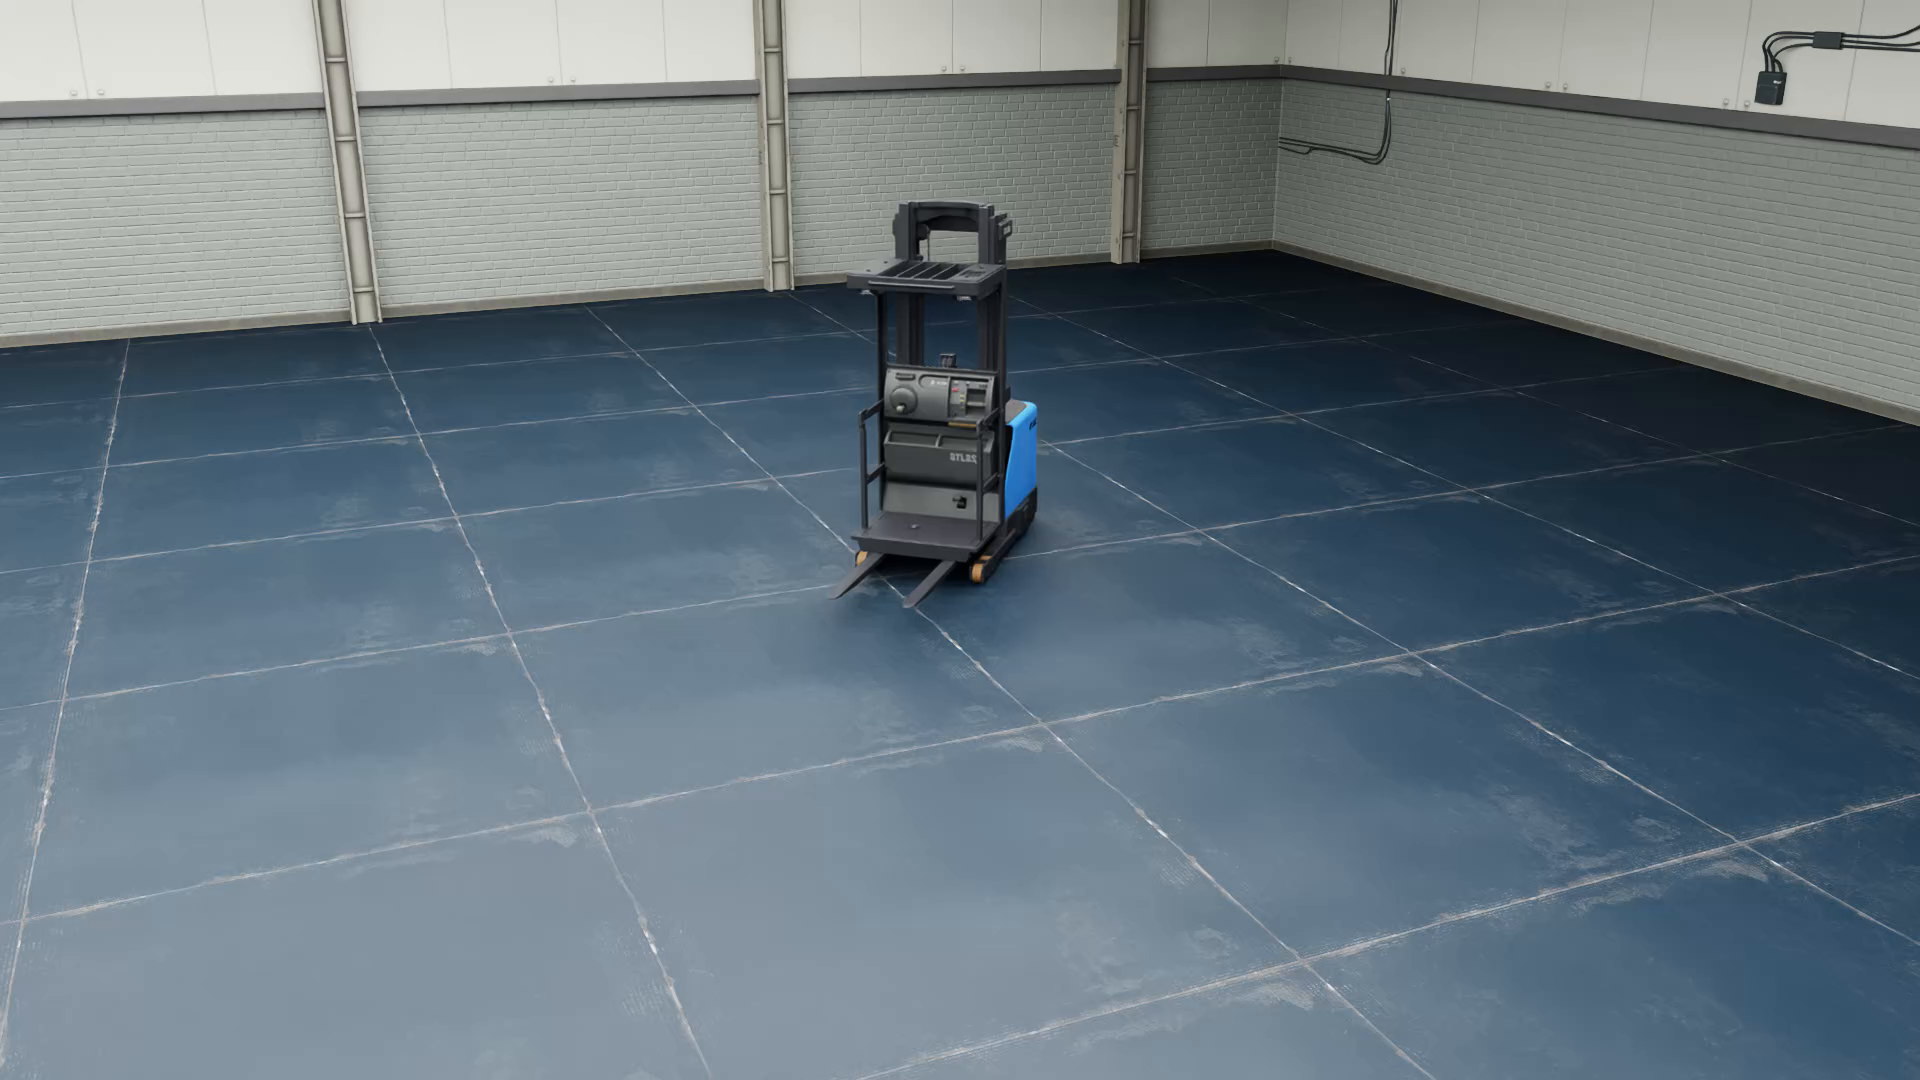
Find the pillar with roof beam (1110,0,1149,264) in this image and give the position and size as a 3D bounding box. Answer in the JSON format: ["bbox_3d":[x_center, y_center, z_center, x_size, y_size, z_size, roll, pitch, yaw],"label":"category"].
[{"bbox_3d":[4.449,-7.563,22.453,0.400,9.000,9.100,-8,21,-22],"label":"pillar with roof beam"}]

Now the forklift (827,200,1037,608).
[{"bbox_3d":[-0.234,-1.179,13.457,1.130,2.935,3.031,6,20,17],"label":"forklift"}]

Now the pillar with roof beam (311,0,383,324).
[{"bbox_3d":[-6.569,-5.985,17.970,0.400,9.000,9.100,-8,21,-22],"label":"pillar with roof beam"}]

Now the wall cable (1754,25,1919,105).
[{"bbox_3d":[9.719,-7.568,17.344,0.169,6.003,2.305,-8,21,-22],"label":"wall cable"}]

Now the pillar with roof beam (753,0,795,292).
[{"bbox_3d":[-1.060,-6.774,20.212,0.400,9.000,9.100,-8,21,-22],"label":"pillar with roof beam"}]

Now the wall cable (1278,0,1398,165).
[{"bbox_3d":[5.973,-7.396,26.653,0.112,2.526,3.097,-8,21,-22],"label":"wall cable"}]
